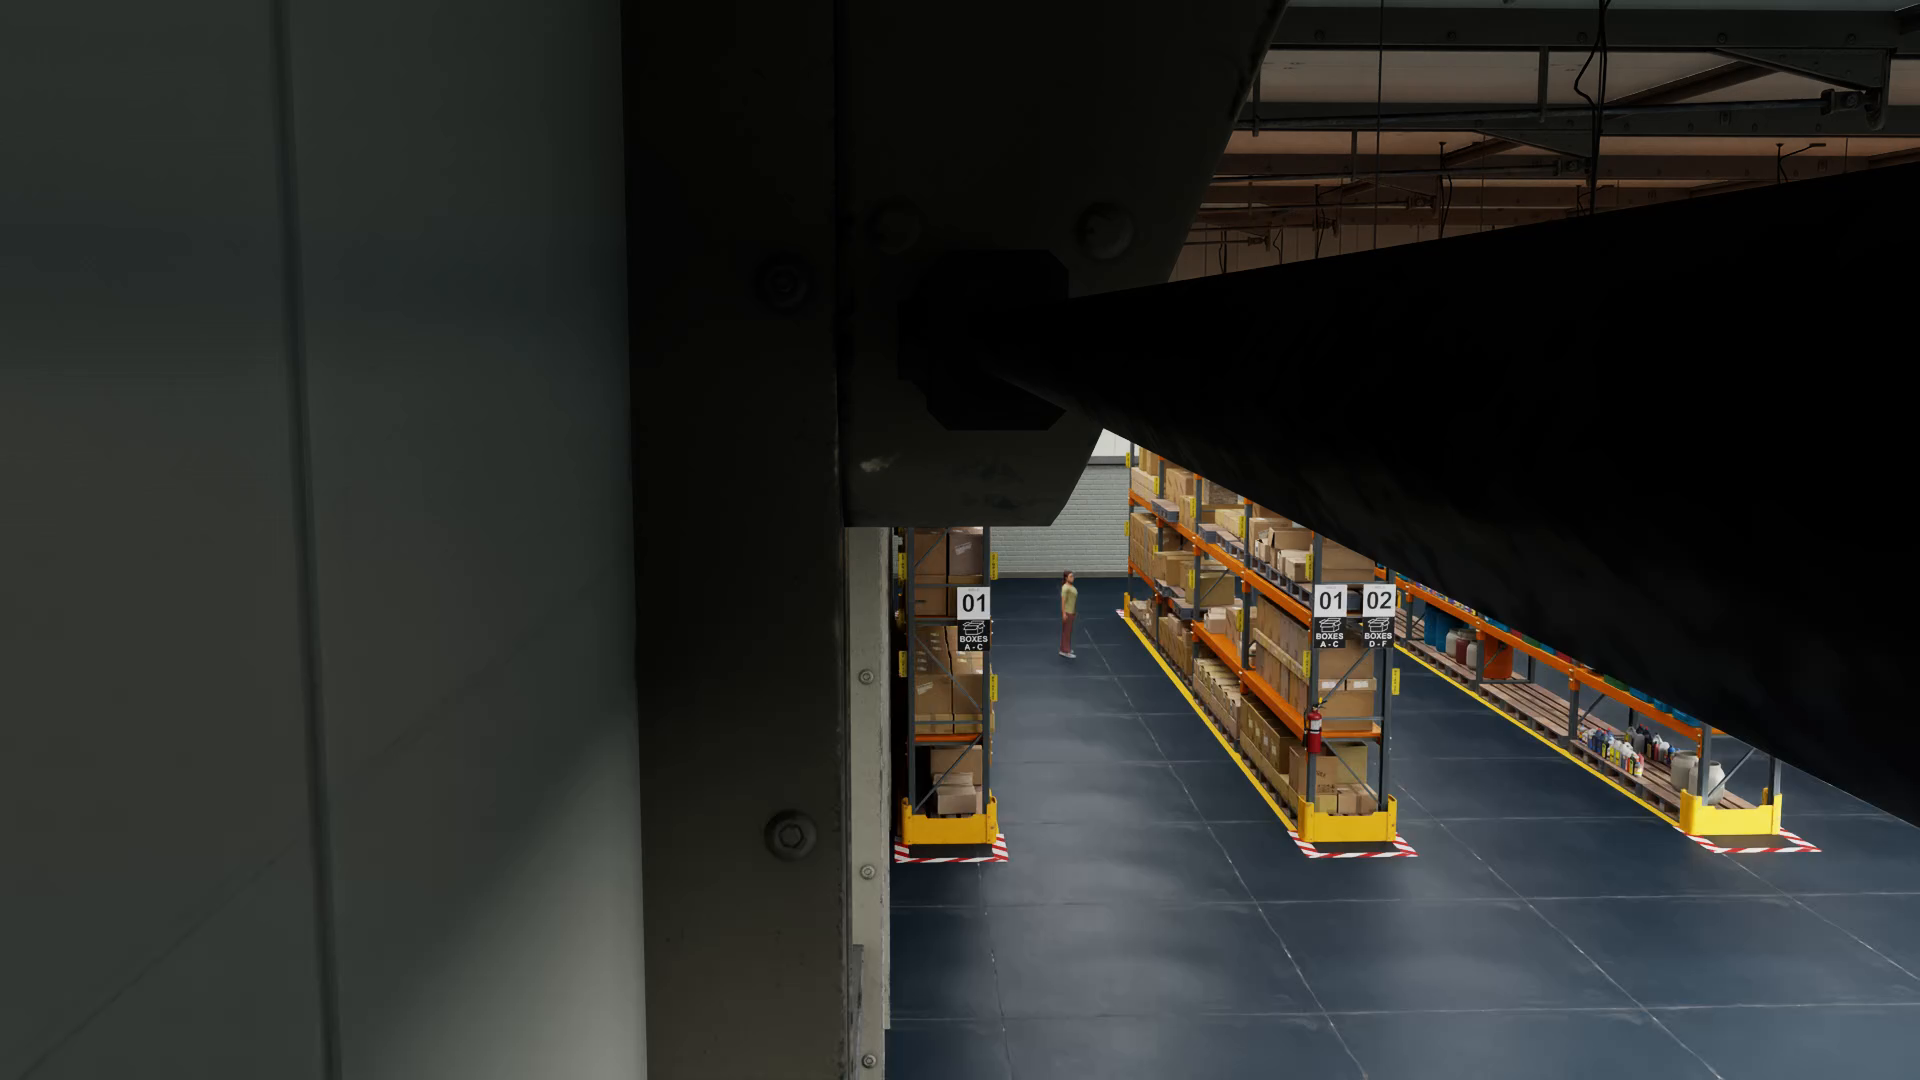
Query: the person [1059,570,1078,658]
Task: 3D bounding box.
[{"bbox_3d":[2.092,1.416,32.025,0.385,1.693,0.498,3,8,19],"label":"person"}]
